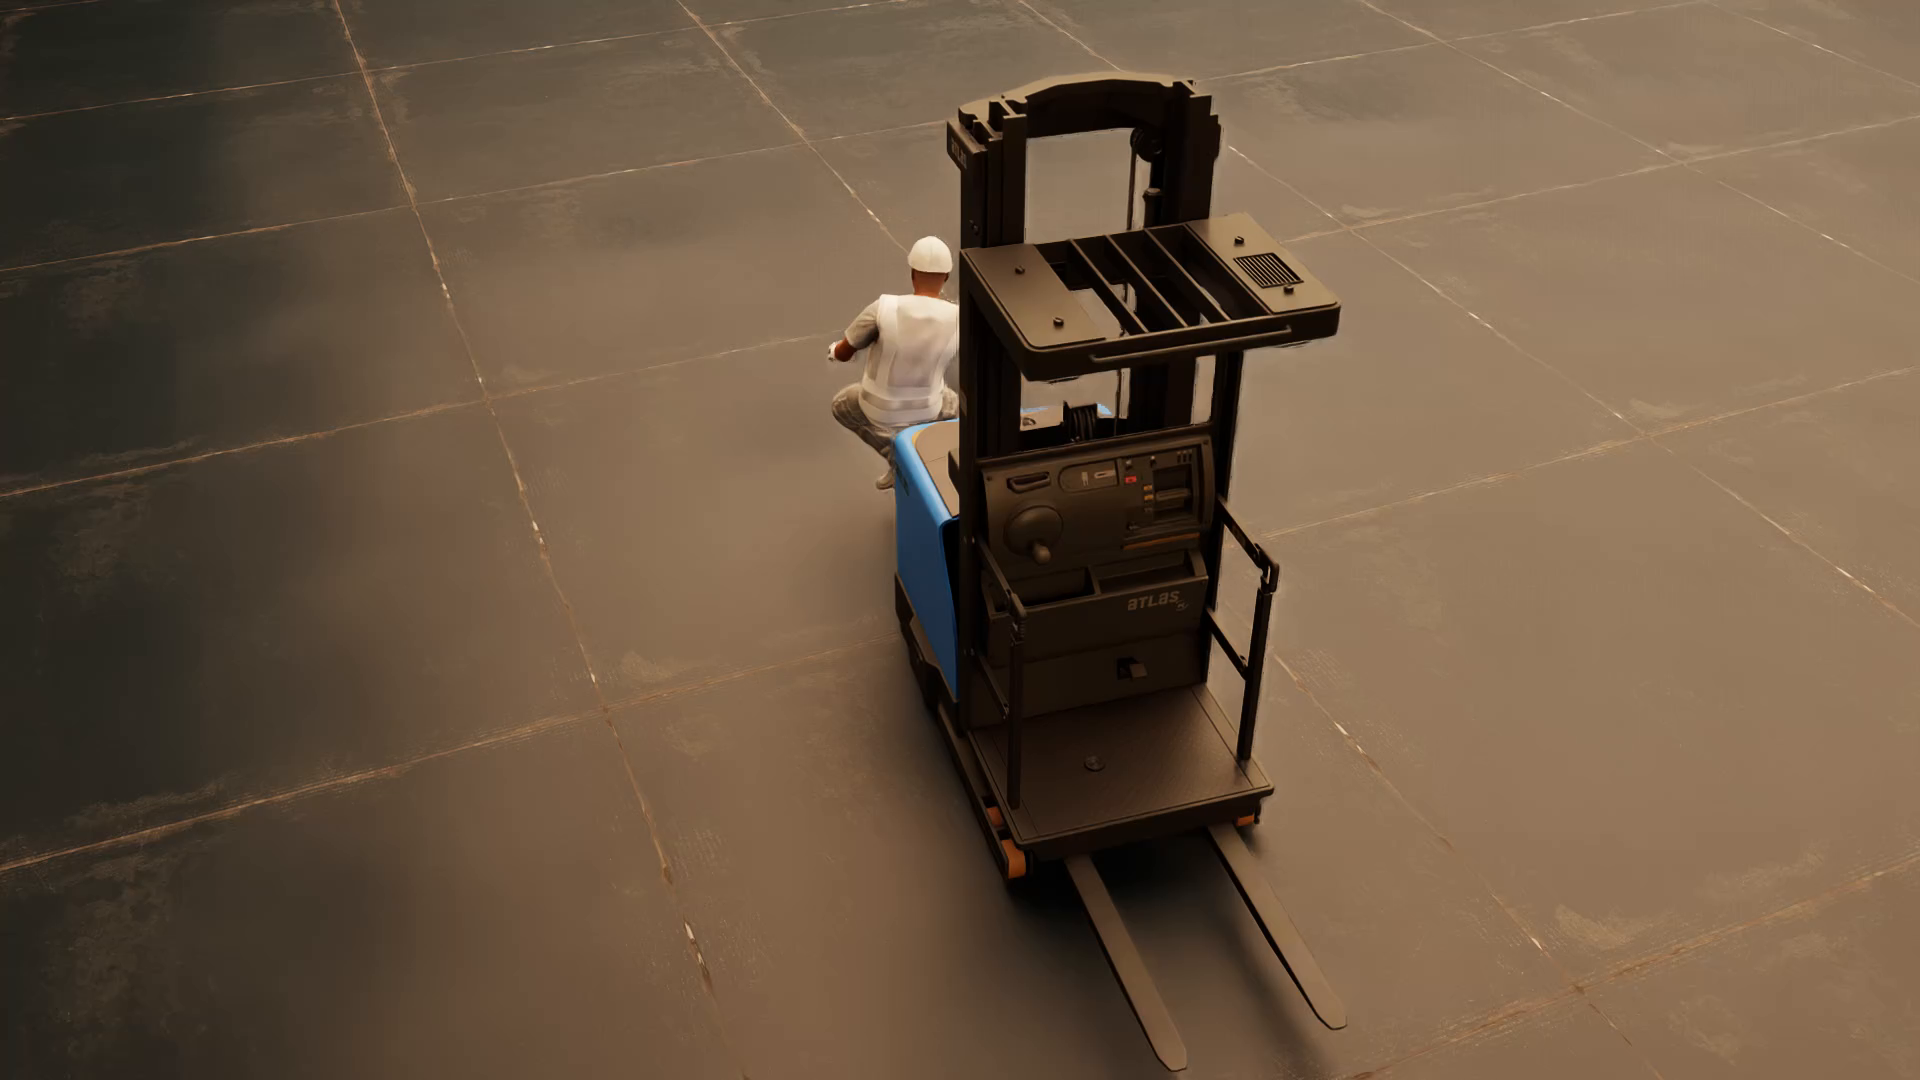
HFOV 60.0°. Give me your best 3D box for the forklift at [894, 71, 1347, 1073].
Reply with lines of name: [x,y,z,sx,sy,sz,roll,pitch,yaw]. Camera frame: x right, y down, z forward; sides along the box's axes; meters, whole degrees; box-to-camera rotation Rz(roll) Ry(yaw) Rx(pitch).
forklift: [0.604,-0.089,6.223,1.130,2.935,3.031,-10,37,-14]

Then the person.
person: [-0.243,-0.863,8.476,0.837,1.592,0.792,-8,36,-11]
